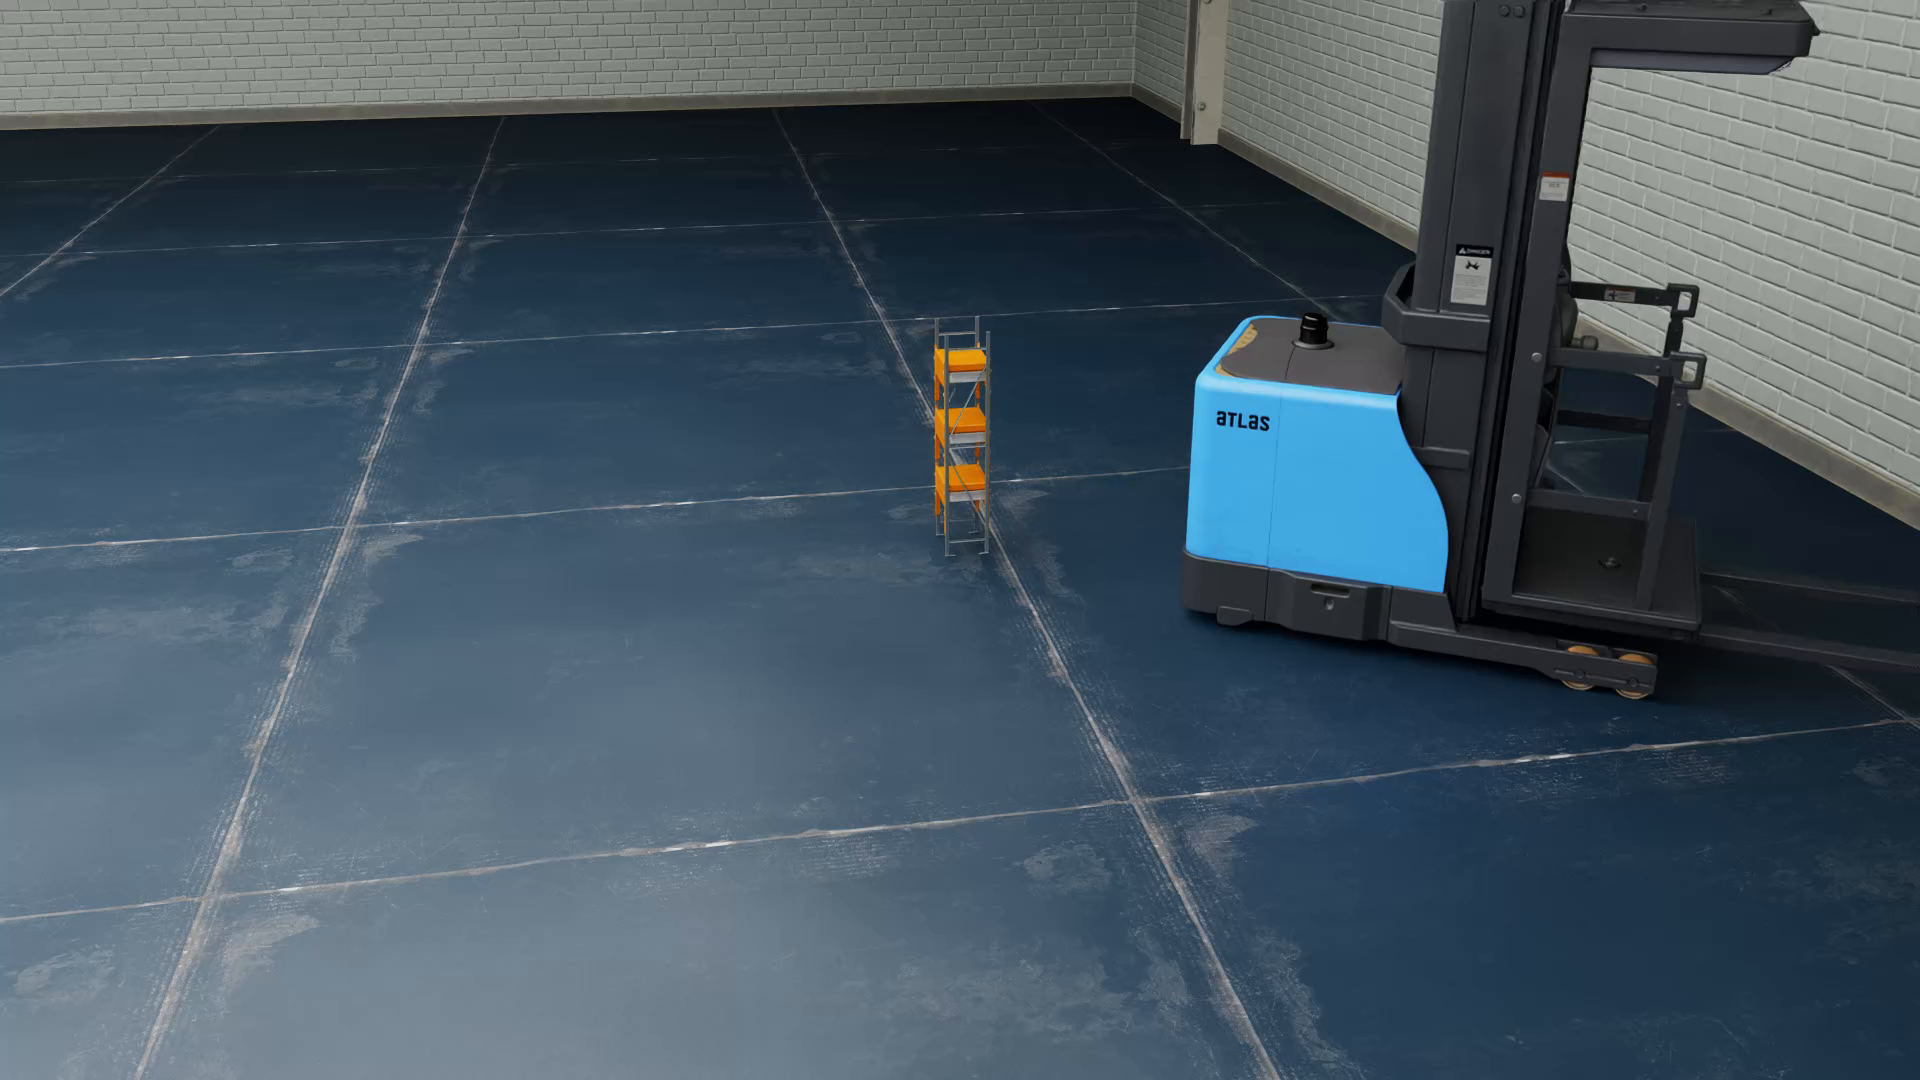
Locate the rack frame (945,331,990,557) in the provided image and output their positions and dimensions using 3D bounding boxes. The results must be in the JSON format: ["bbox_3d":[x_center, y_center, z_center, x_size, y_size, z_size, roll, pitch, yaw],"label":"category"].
[{"bbox_3d":[0.032,-0.412,7.382,0.200,1.050,0.008,-4,24,-10],"label":"rack frame"}]

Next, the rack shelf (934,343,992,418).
[{"bbox_3d":[0.010,-0.710,7.382,0.215,0.259,0.240,-4,24,-10],"label":"rack shelf"}]

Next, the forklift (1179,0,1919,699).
[{"bbox_3d":[2.493,-0.977,6.325,3.031,2.935,1.130,9,25,19],"label":"forklift"}]

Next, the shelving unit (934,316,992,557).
[{"bbox_3d":[0.010,-0.460,7.492,0.215,1.050,0.252,-4,24,-10],"label":"shelving unit"}]

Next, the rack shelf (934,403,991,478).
[{"bbox_3d":[0.010,-0.450,7.496,0.215,0.259,0.240,-4,24,-10],"label":"rack shelf"}]

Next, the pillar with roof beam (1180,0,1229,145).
[{"bbox_3d":[-1.744,-7.939,14.685,9.100,9.000,0.400,-4,24,-10],"label":"pillar with roof beam"}]

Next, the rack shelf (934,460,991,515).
[{"bbox_3d":[0.010,-0.196,7.607,0.215,0.259,0.240,-4,24,-10],"label":"rack shelf"}]

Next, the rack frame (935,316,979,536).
[{"bbox_3d":[-0.013,-0.508,7.602,0.200,1.050,0.008,-4,24,-10],"label":"rack frame"}]
